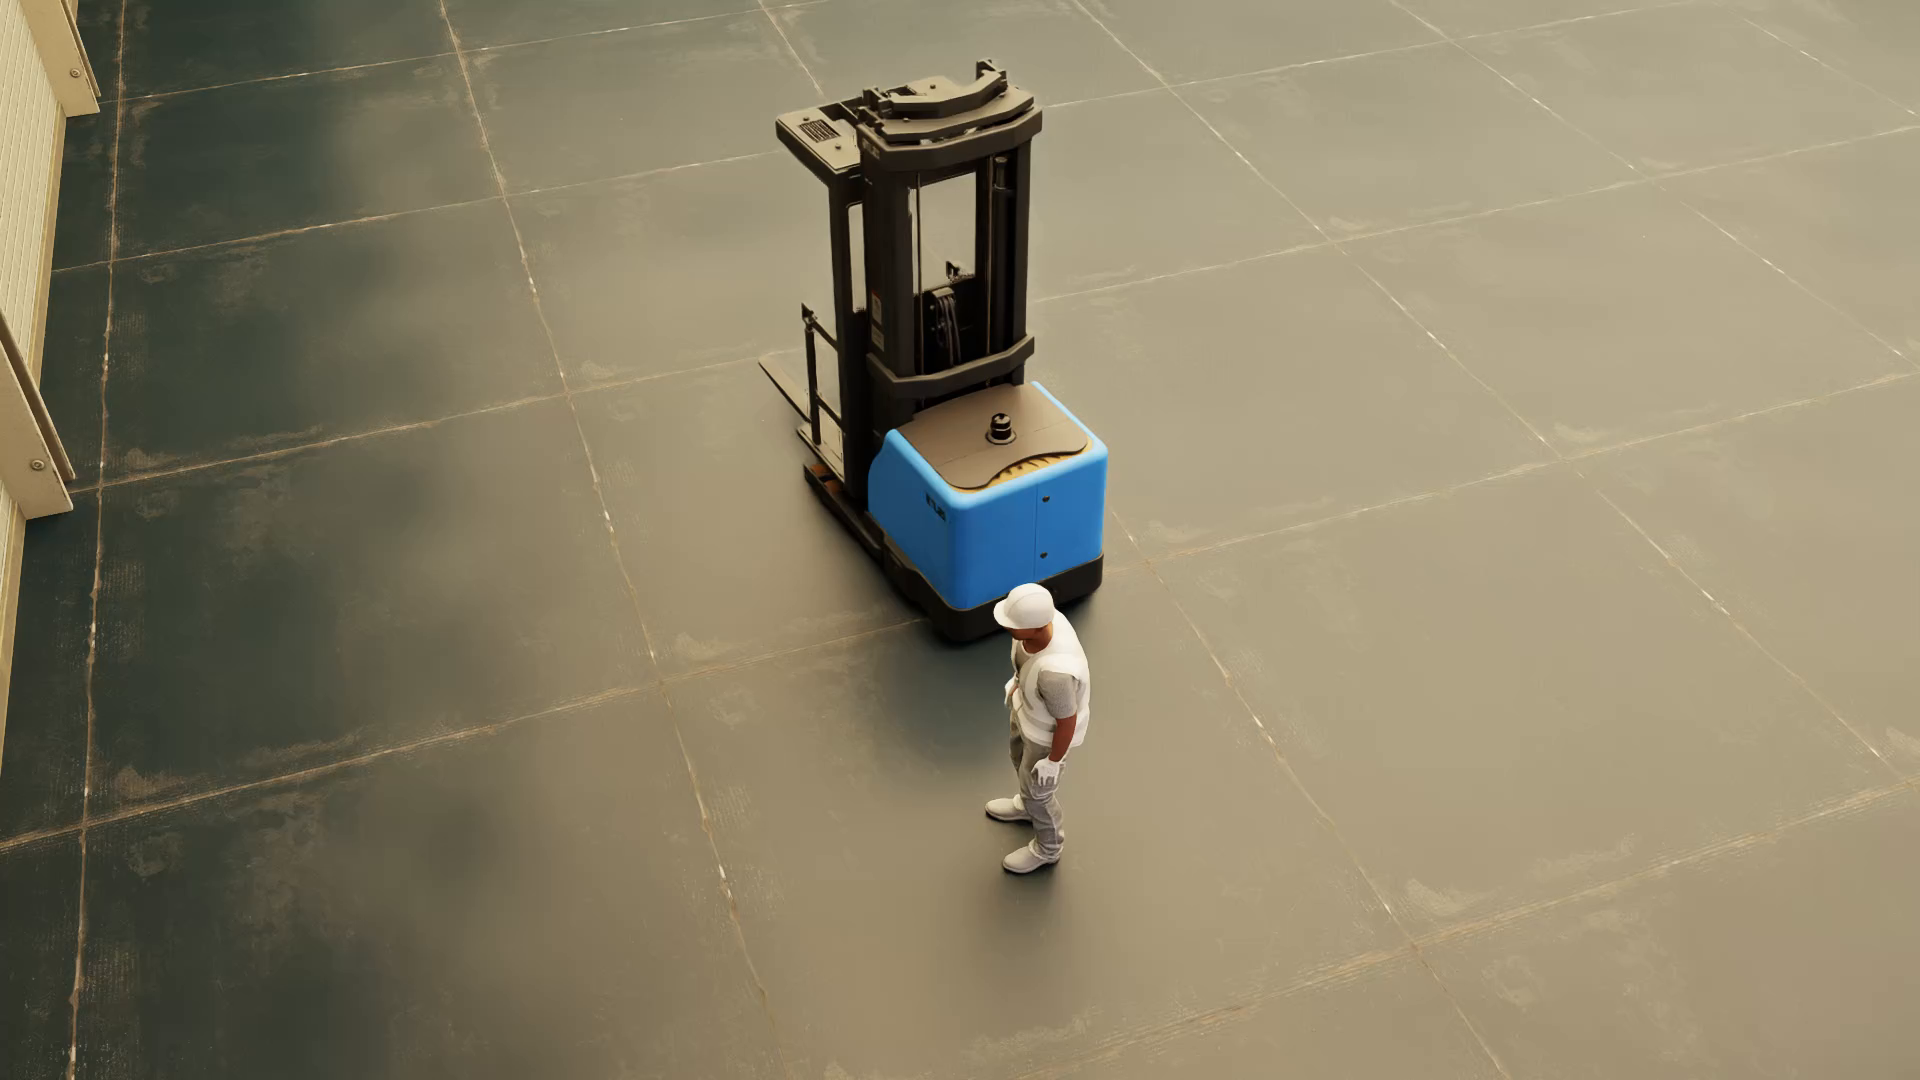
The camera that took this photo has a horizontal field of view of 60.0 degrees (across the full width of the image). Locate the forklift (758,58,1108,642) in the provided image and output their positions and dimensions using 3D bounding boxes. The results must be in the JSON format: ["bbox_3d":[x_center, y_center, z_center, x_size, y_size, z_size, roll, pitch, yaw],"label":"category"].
[{"bbox_3d":[3.291,6.119,0.708,6.970,2.935,27.076,-21,44,-23],"label":"forklift"}]

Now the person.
[{"bbox_3d":[0.350,0.865,7.869,0.424,1.773,0.624,-9,41,-10],"label":"person"}]
